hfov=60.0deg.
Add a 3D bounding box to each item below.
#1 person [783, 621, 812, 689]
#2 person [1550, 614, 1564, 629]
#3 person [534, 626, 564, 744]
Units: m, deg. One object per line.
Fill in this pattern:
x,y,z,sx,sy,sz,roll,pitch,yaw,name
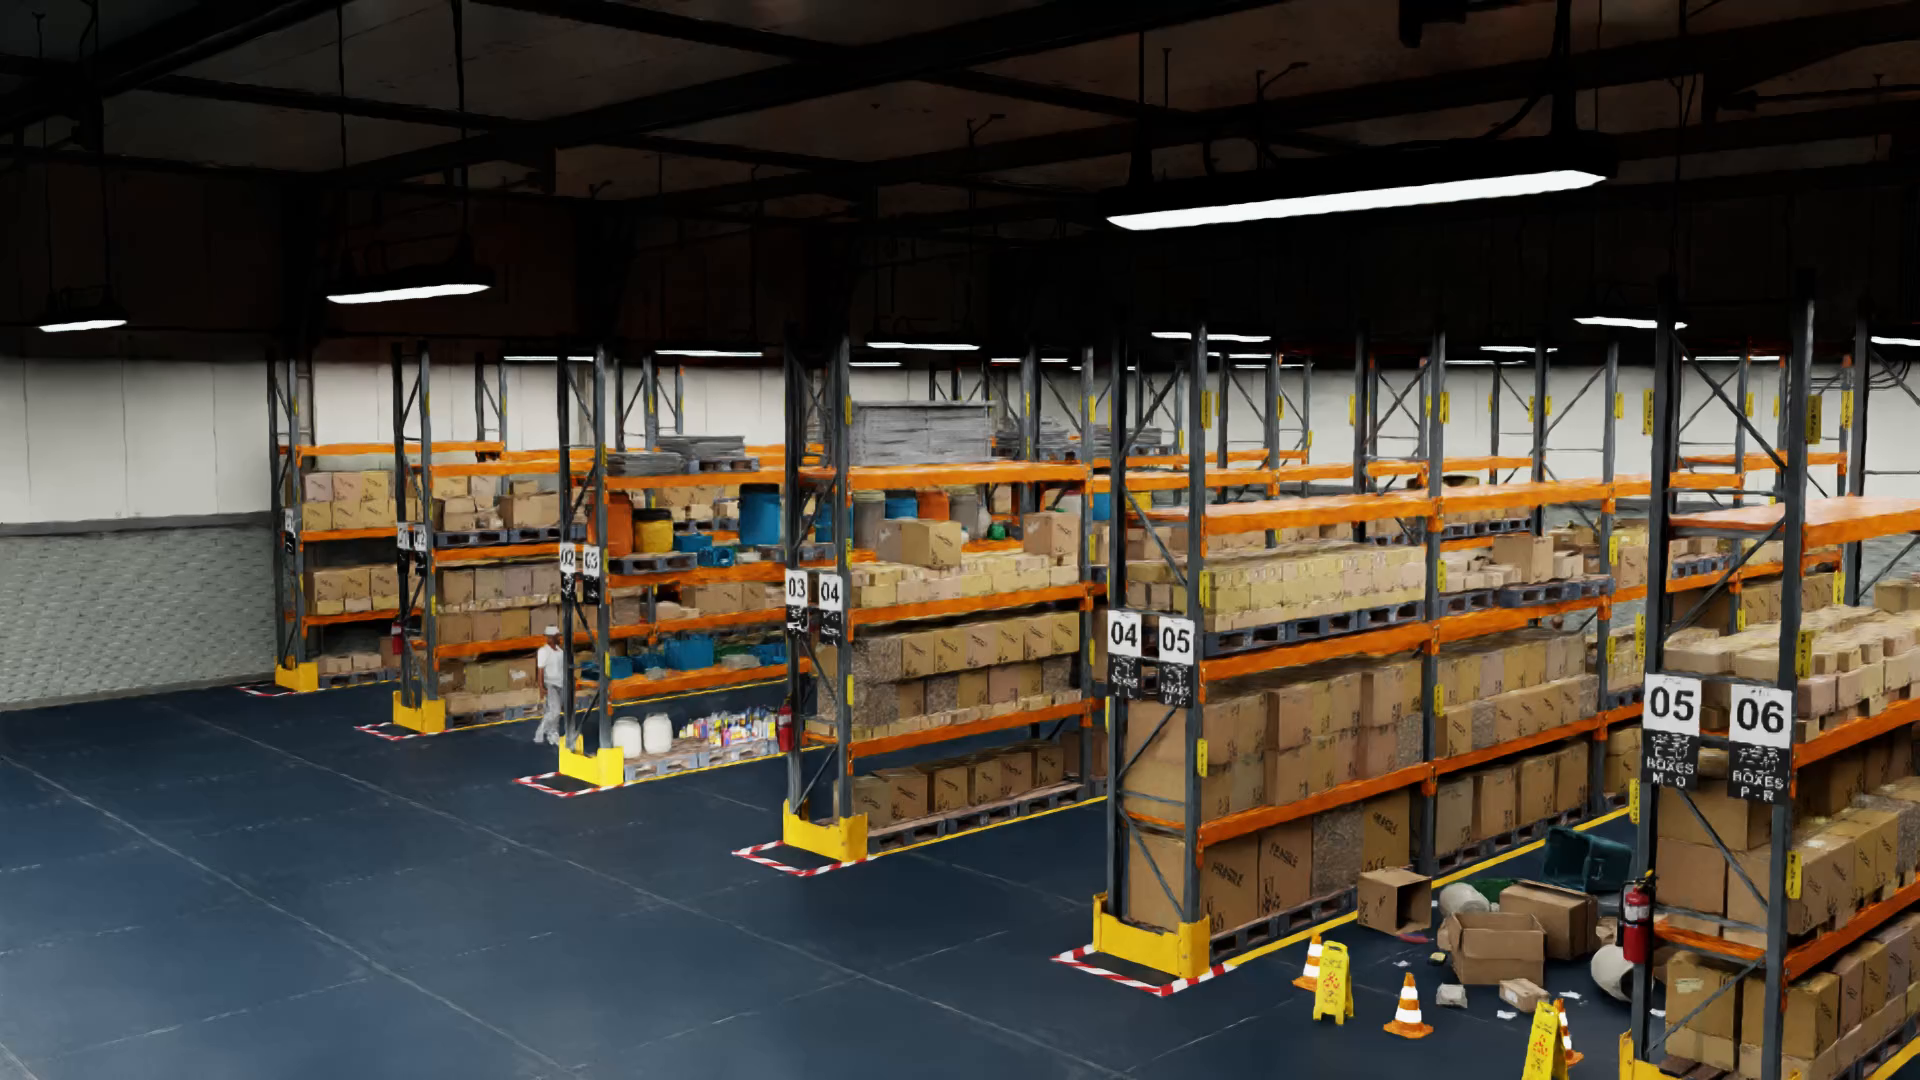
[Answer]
-2.774,1.837,29.152,0.584,1.621,0.659,4,6,38,person
9.221,2.082,25.779,0.683,1.669,0.647,-2,5,-22,person
-6.052,2.156,24.636,0.456,1.752,0.607,1,5,16,person
